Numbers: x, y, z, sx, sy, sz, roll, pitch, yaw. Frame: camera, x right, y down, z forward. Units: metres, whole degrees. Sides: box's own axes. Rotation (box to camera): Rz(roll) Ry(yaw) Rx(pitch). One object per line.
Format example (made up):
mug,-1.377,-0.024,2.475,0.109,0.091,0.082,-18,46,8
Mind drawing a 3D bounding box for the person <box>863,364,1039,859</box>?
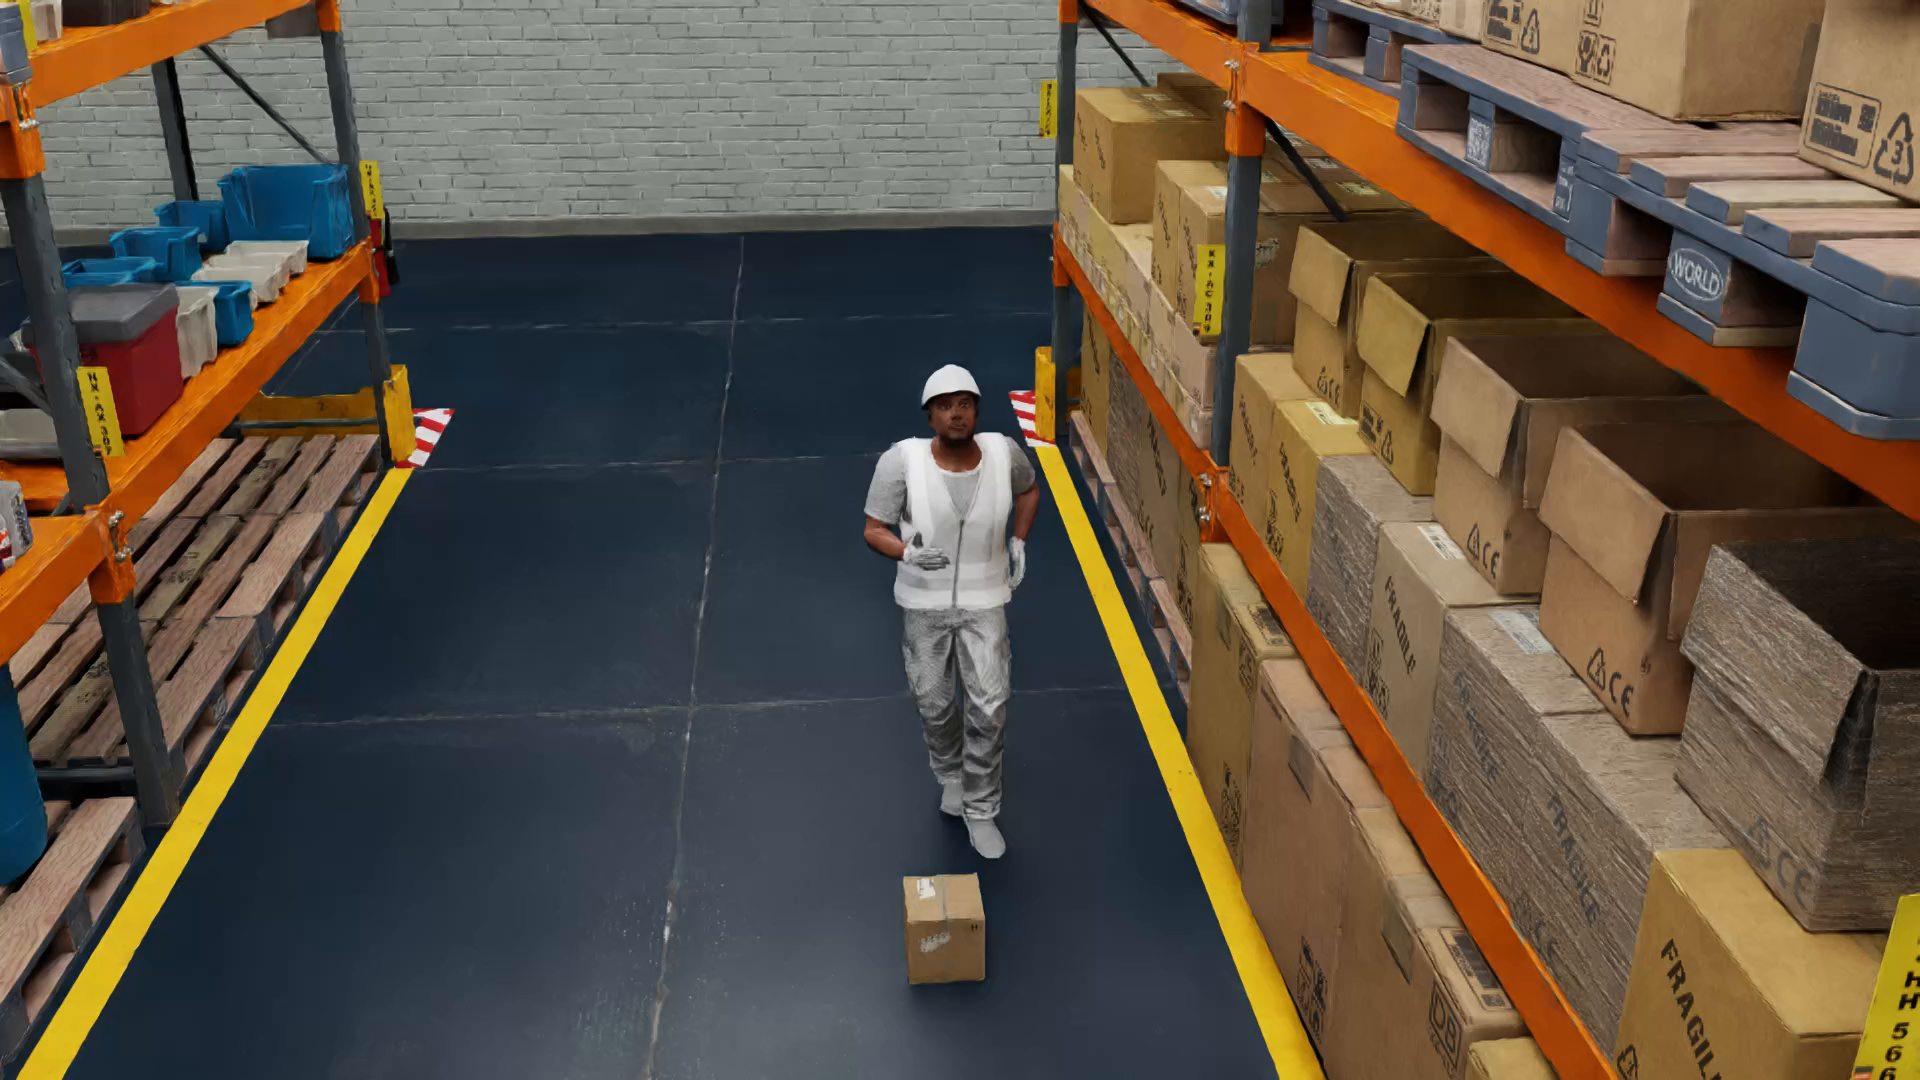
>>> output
person,-0.019,0.255,6.072,0.656,1.788,0.685,-1,24,-2
